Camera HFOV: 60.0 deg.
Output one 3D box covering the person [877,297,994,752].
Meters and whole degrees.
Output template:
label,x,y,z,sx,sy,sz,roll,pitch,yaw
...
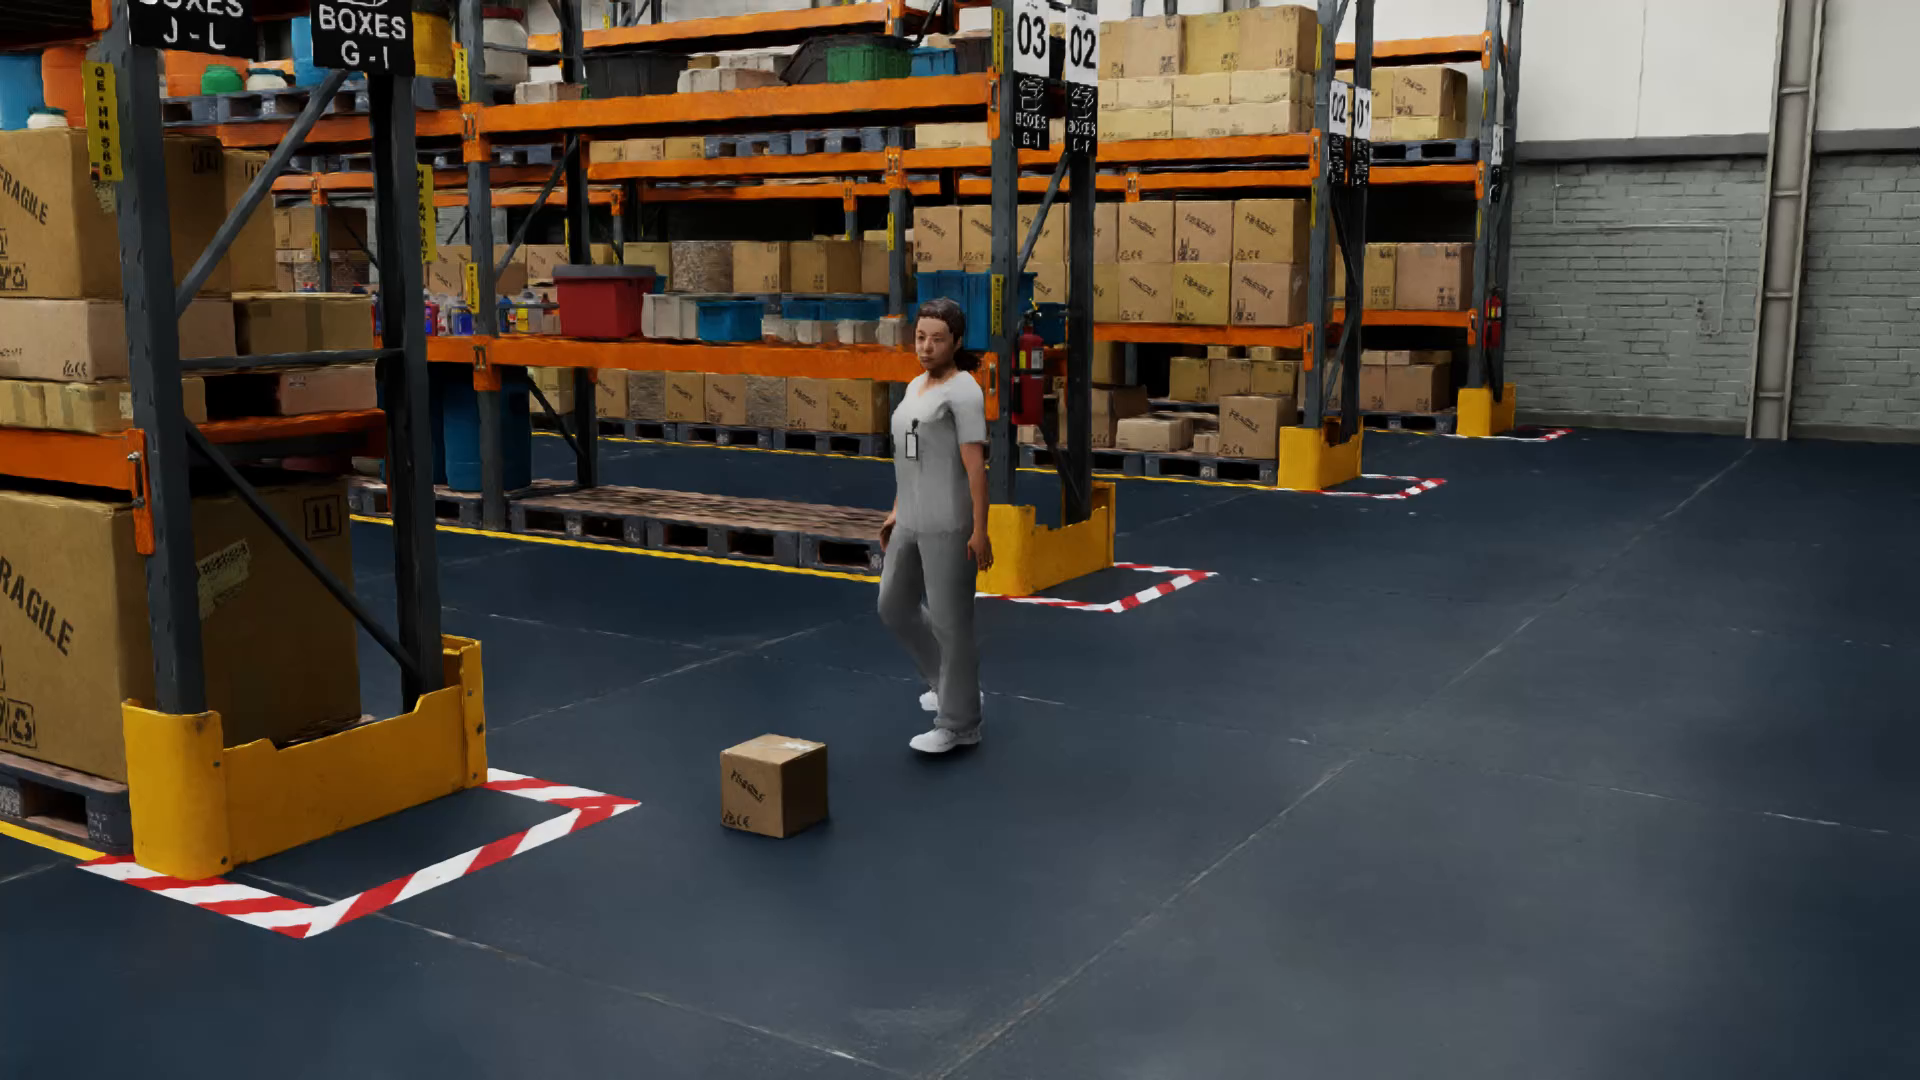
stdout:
label,x,y,z,sx,sy,sz,roll,pitch,yaw
person,-0.068,-0.061,6.150,0.436,1.667,0.633,-5,11,-28
